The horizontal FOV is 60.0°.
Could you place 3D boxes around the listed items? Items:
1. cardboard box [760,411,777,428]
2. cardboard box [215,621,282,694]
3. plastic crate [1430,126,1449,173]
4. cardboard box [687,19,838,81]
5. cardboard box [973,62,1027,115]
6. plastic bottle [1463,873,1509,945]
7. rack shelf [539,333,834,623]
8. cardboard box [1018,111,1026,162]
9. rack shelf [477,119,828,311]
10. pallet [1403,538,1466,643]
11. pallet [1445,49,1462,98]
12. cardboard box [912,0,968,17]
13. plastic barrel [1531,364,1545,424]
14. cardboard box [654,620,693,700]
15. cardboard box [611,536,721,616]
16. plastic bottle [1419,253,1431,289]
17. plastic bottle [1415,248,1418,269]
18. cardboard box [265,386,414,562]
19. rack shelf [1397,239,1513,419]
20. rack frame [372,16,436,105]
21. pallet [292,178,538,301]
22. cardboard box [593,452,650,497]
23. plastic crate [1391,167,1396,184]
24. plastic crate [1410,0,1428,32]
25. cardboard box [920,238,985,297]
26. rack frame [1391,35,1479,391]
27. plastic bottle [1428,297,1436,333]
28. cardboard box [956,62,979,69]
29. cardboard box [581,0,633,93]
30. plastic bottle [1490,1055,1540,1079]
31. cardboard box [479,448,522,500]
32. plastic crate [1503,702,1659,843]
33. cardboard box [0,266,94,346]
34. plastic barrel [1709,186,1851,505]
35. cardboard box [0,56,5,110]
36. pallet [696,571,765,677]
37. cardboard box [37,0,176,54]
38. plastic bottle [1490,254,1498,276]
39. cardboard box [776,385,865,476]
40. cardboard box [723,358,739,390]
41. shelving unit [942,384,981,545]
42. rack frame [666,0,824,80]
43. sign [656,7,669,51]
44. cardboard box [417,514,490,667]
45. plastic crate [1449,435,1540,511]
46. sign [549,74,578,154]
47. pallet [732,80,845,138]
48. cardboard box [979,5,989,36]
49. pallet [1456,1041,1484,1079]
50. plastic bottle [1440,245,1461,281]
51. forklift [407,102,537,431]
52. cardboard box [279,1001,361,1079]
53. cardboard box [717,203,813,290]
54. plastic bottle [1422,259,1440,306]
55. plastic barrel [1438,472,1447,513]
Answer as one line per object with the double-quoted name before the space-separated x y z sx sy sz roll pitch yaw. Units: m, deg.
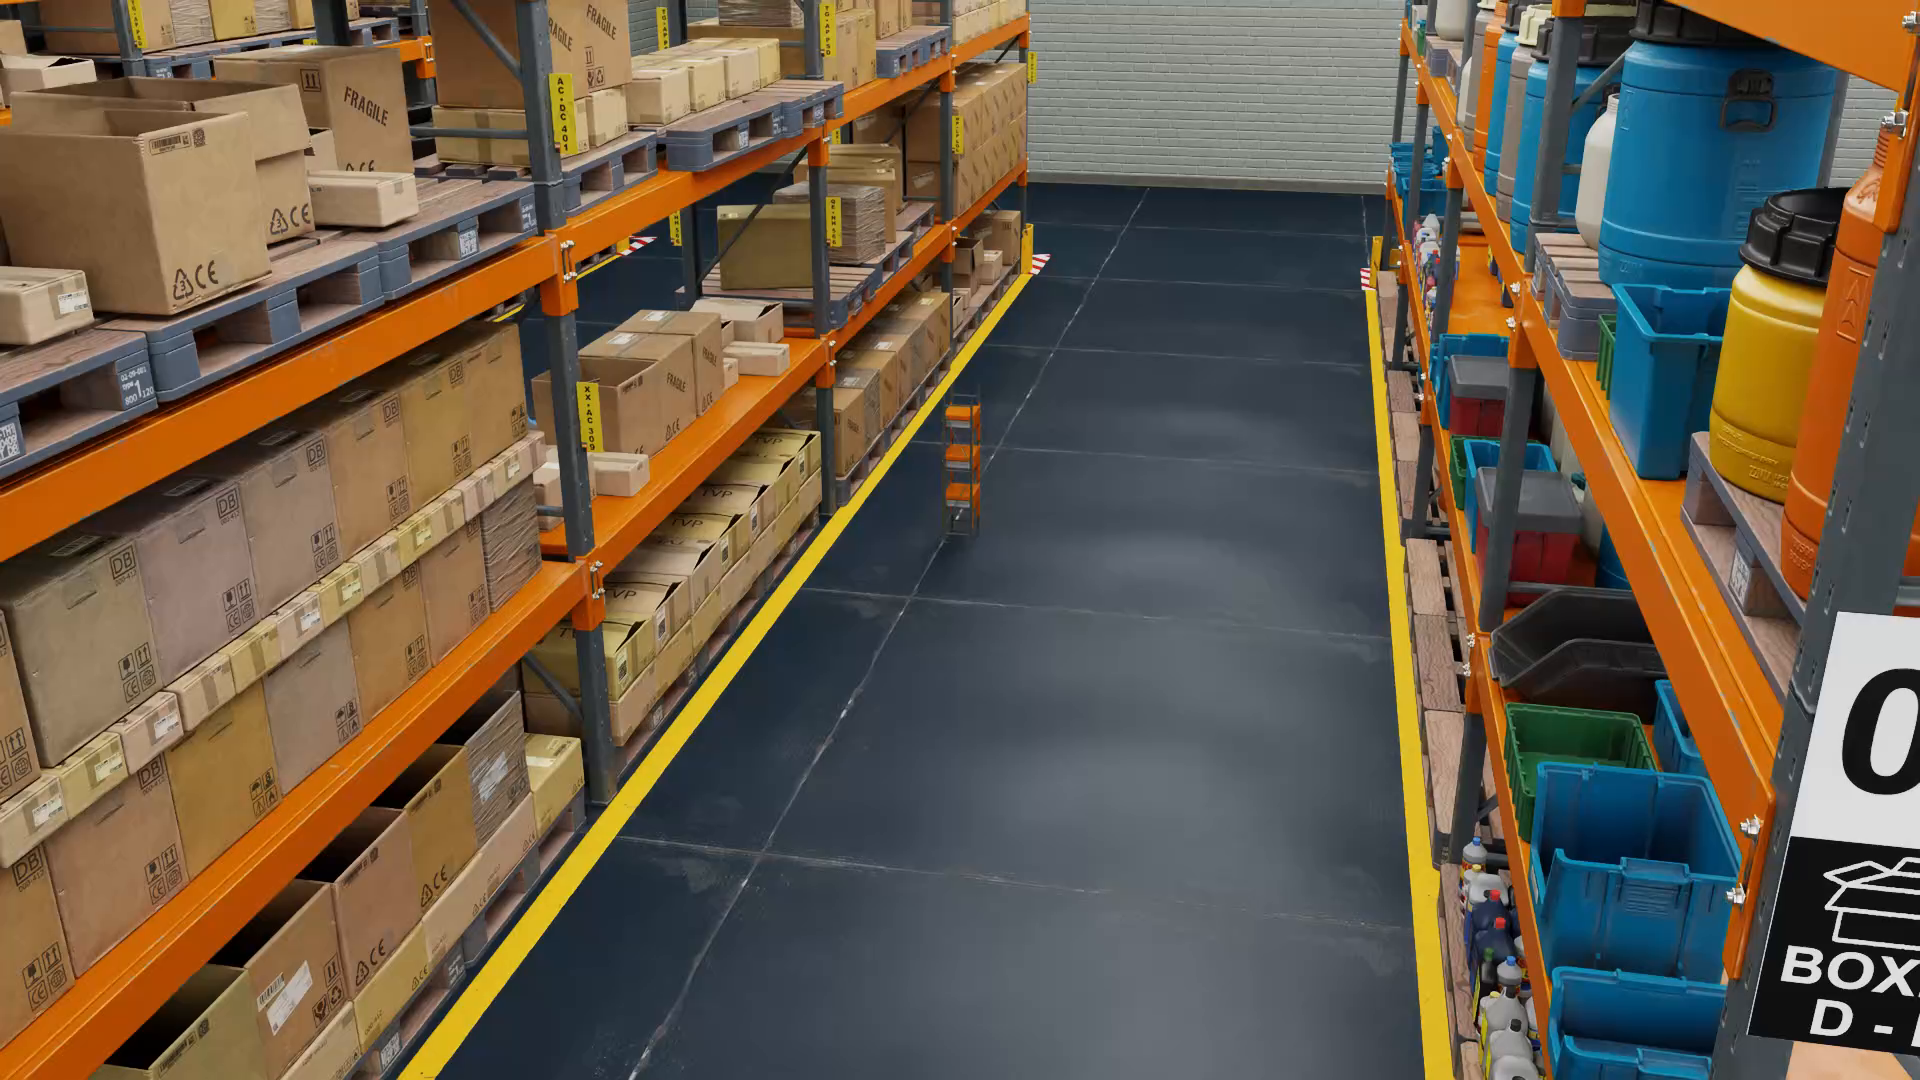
"cardboard box" -1.420 -1.017 12.620 0.500 0.500 0.500 5 23 13
"cardboard box" -2.461 0.368 5.423 0.380 0.149 0.250 4 22 10
"plastic crate" 5.215 -4.067 17.308 0.616 0.435 0.499 4 22 11
"cardboard box" -1.325 -3.212 11.165 0.910 0.500 0.500 4 22 11
"cardboard box" 0.430 -4.865 17.945 0.500 0.500 0.500 4 22 10
"plastic bottle" 2.118 1.492 6.690 0.152 0.276 0.135 5 23 13
"rack shelf" -1.789 -0.547 9.660 1.077 0.370 4.000 4 22 11
"cardboard box" 0.427 -4.400 18.130 0.500 0.500 0.500 5 23 13
"rack shelf" -1.789 -1.939 9.100 1.077 0.370 4.000 4 22 11
"pallet" 3.272 0.340 10.226 1.003 0.211 1.213 4 22 11
"pallet" 3.991 -3.291 11.747 1.003 0.211 1.213 4 22 11
"cardboard box" -0.222 -4.788 14.743 0.500 0.250 0.500 4 22 11
"plastic barrel" 3.467 -0.893 9.405 0.421 0.512 0.421 0 22 0
"cardboard box" -1.766 0.616 8.928 0.500 0.250 0.500 5 22 12
"cardboard box" -1.657 0.167 9.292 0.500 0.311 0.500 4 22 9
"plastic bottle" 3.530 -2.033 12.557 0.097 0.271 0.097 0 22 0
"plastic bottle" 3.672 -2.254 13.201 0.097 0.201 0.097 0 22 0
"cardboard box" -2.486 -0.267 6.131 0.700 0.500 0.500 4 22 11
"rack shelf" 3.876 -1.631 12.351 1.077 0.370 4.000 4 22 11
"rack frame" -5.415 -3.452 15.908 1.000 3.000 0.127 4 22 11
"pallet" -2.346 -1.186 6.386 1.003 0.211 1.213 4 22 11
"cardboard box" -1.816 -0.341 8.522 0.380 0.149 0.250 4 22 11
"plastic crate" 4.443 -3.640 16.650 0.250 0.136 0.298 4 22 11
"plastic crate" 4.519 -4.984 15.781 0.504 0.338 0.767 4 22 11
"cardboard box" -0.186 -2.809 17.065 0.797 0.503 0.637 4 22 11
"rack frame" 4.284 -2.696 14.033 1.000 3.000 0.127 4 22 11
"plastic bottle" 3.261 -1.551 11.361 0.097 0.271 0.097 0 22 0
"cardboard box" -0.097 -4.906 18.048 0.500 0.500 0.500 5 23 13
"cardboard box" -1.939 -2.447 8.033 0.500 0.500 0.500 7 23 16
"plastic bottle" 1.887 1.906 5.663 0.152 0.276 0.135 4 22 9
"cardboard box" -2.095 -0.291 7.058 0.380 0.149 0.250 4 22 10
"plastic crate" 2.098 0.803 5.629 0.450 0.188 0.662 4 22 11
"cardboard box" -2.600 -0.638 4.494 0.380 0.149 0.250 4 22 11
"plastic barrel" 1.944 -0.408 3.522 0.600 0.588 0.600 0 22 0
"cardboard box" -6.586 -2.970 10.533 0.797 0.503 0.637 8 23 18
"pallet" -1.838 0.424 10.018 1.003 0.211 1.213 4 22 11
"cardboard box" -6.190 -3.809 12.058 0.700 0.500 0.500 3 22 7
"plastic bottle" 4.238 -2.256 13.005 0.144 0.351 0.185 4 22 11
"cardboard box" -1.008 -0.802 12.086 0.500 0.500 0.500 5 23 13
"cardboard box" -1.586 -1.025 10.220 0.380 0.149 0.250 6 23 15
"shelving unit" 0.011 -0.507 11.206 0.215 1.050 0.252 4 22 11
"rack frame" -1.381 -4.395 10.221 1.000 3.000 0.127 4 22 11
"sign" -1.911 -3.286 10.789 0.100 0.325 0.005 4 22 11
"cardboard box" -2.382 0.160 6.807 0.700 0.500 0.500 4 22 10
"plastic crate" 2.731 -0.331 8.443 0.450 0.188 0.662 4 22 11
"sign" -1.653 -1.776 6.934 0.100 0.325 0.005 4 22 11
"pallet" -1.432 -2.661 10.184 1.213 0.211 1.003 6 23 13
"cardboard box" -0.014 -4.921 15.744 0.500 0.250 0.500 4 22 11
"pallet" 2.227 2.213 5.576 1.003 0.211 1.213 4 22 11
"plastic bottle" 3.777 -2.148 12.839 0.152 0.276 0.135 4 22 11
"forklift" -3.758 -1.311 10.685 1.130 2.935 3.031 -18 28 -37
"cardboard box" -2.485 1.849 5.866 0.500 0.250 0.500 4 22 11
"cardboard box" -1.362 -2.092 11.838 0.700 0.500 0.500 -3 22 -7
"plastic bottle" 3.439 -1.864 12.033 0.144 0.351 0.185 4 22 11
"plastic barrel" 3.551 -0.602 11.175 0.600 0.830 0.708 4 22 11
